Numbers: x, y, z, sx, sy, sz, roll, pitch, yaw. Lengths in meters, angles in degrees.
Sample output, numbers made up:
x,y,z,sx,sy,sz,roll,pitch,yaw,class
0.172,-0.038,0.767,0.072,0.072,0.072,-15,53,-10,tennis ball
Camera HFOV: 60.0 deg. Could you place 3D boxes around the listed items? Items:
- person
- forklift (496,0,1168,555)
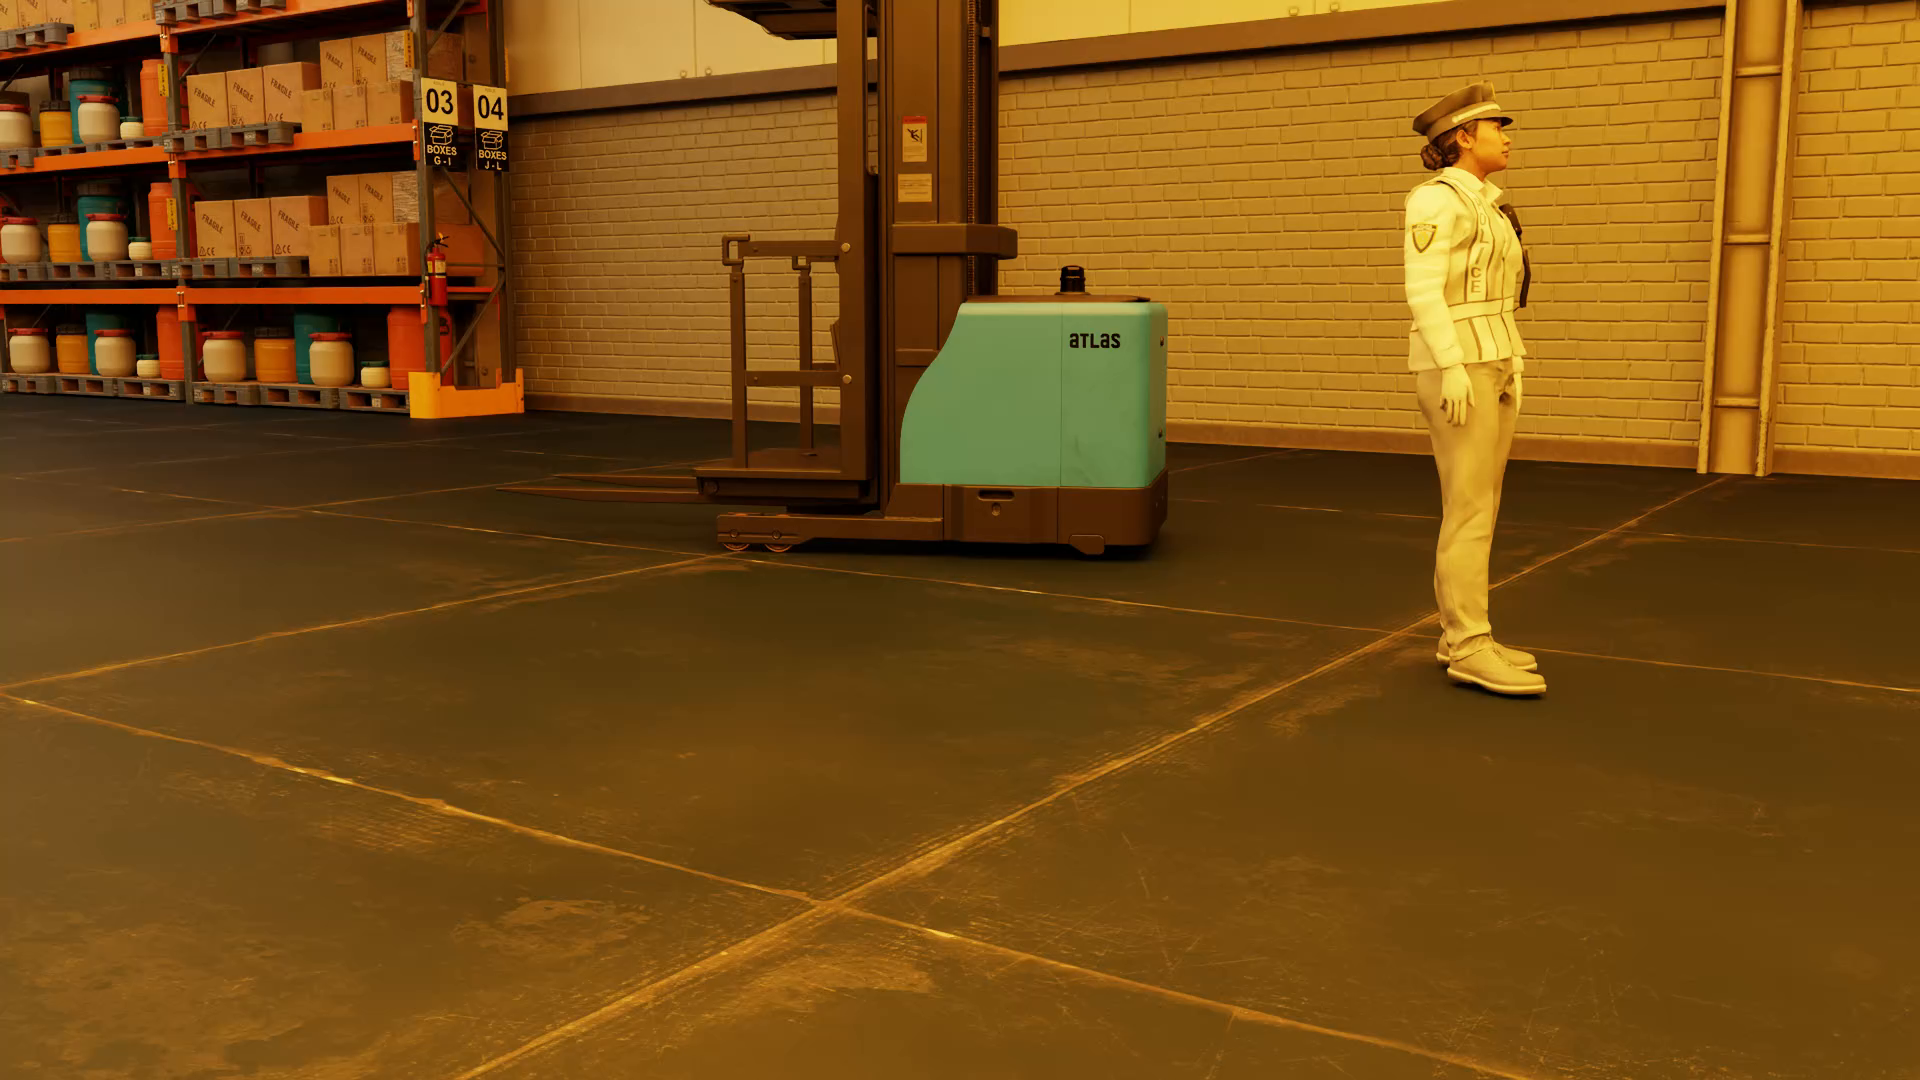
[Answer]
x,y,z,sx,sy,sz,roll,pitch,yaw,class
1.523,-0.460,4.769,0.534,1.697,0.588,6,10,36,person
-0.596,-1.469,7.520,3.031,2.935,1.130,2,8,12,forklift
